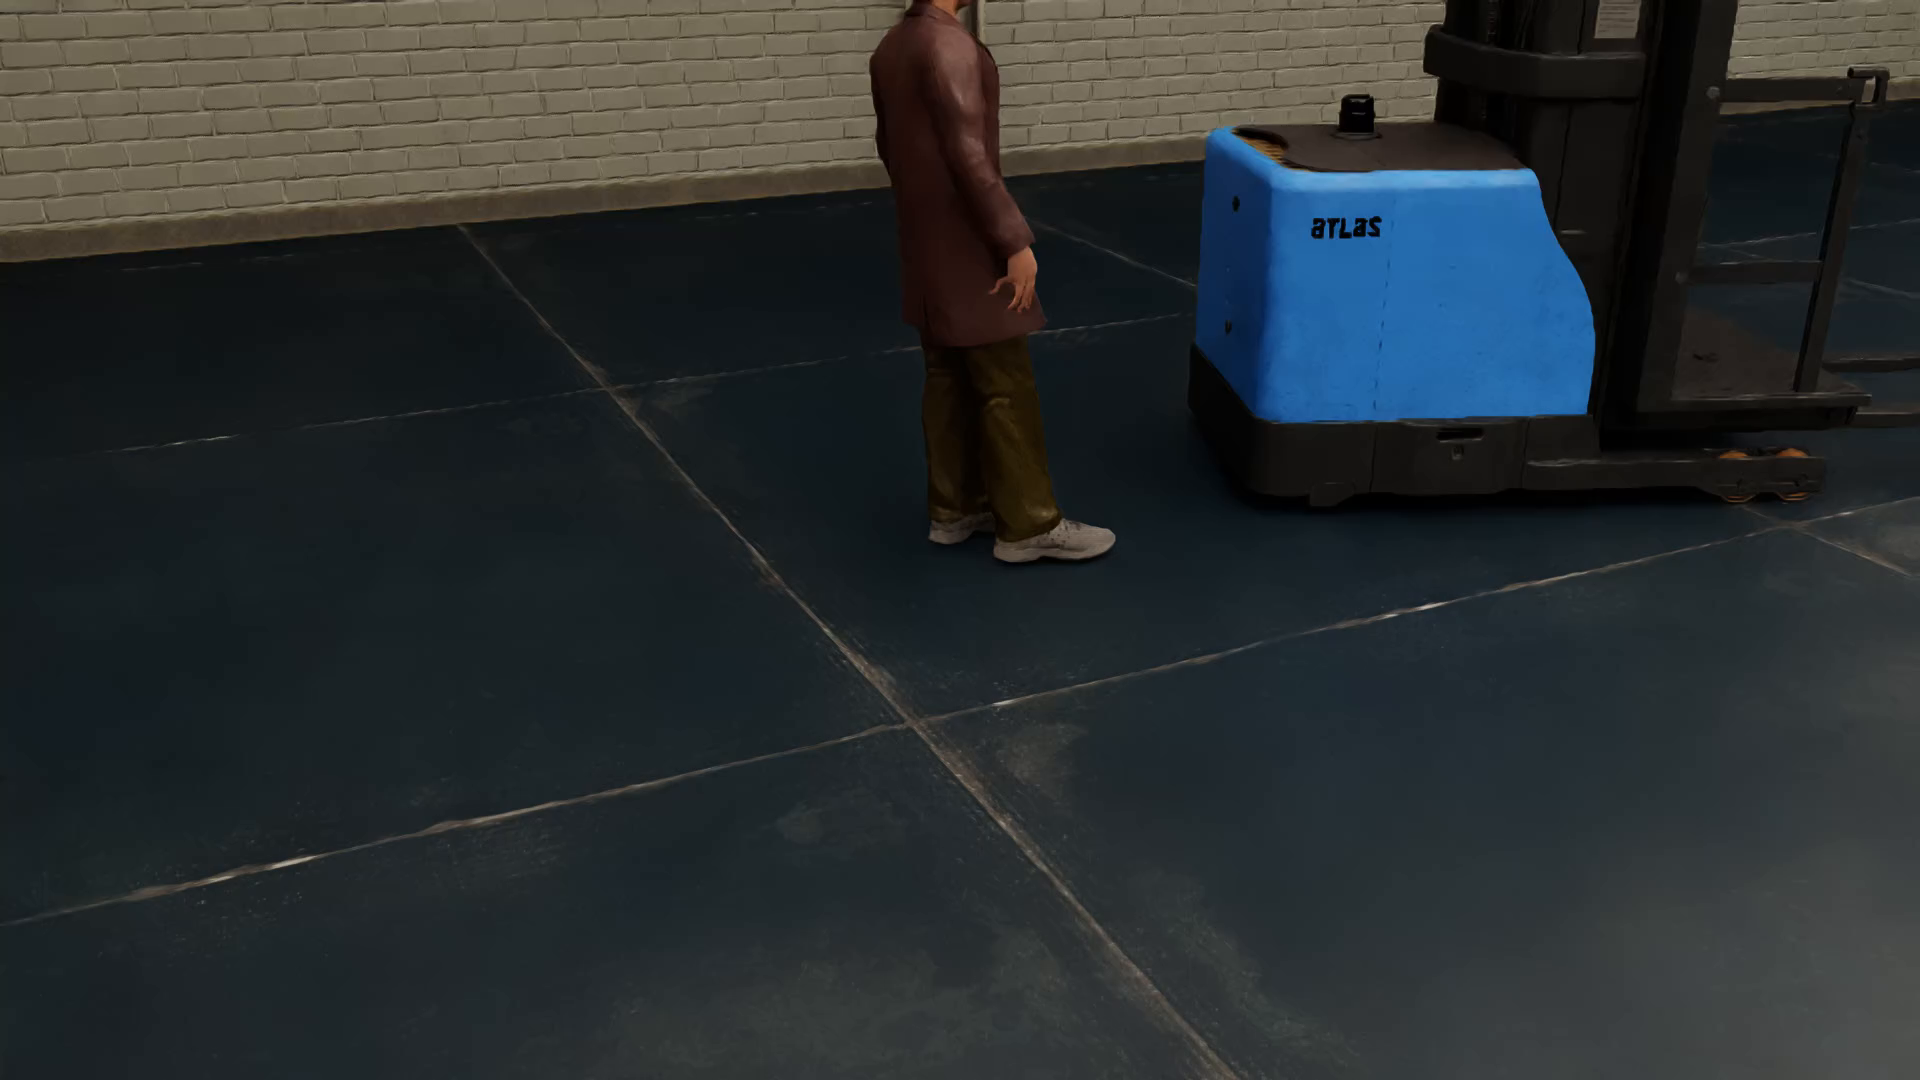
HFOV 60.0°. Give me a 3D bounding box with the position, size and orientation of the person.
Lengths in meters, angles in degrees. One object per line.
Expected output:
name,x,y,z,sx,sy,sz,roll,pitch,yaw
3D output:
person,0.085,-0.841,4.795,0.580,1.776,0.694,-10,25,-23

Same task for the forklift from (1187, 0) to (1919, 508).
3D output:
forklift,2.384,-1.674,5.315,3.031,2.935,1.130,-2,23,-5
